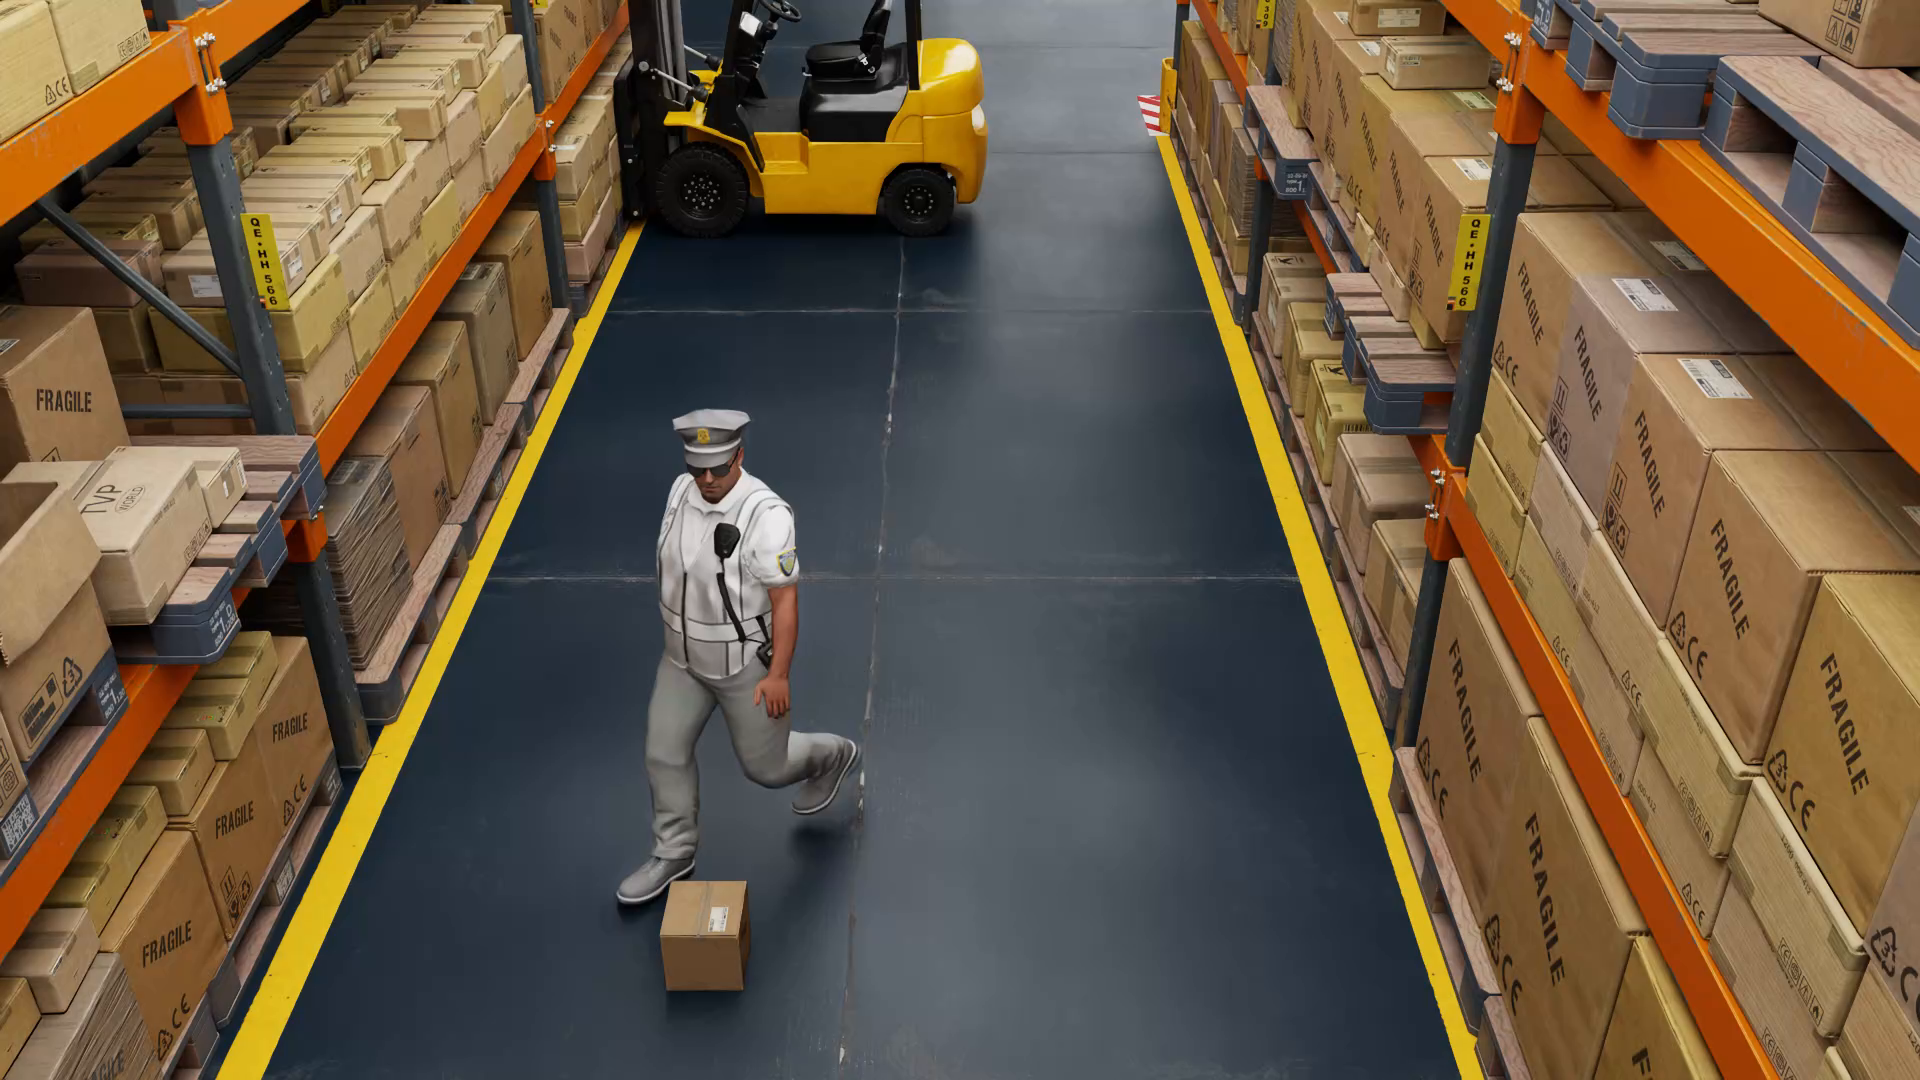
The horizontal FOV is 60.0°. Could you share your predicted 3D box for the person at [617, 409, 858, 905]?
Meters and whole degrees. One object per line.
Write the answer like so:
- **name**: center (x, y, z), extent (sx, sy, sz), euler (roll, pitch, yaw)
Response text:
- **person**: center (-0.802, 0.374, 5.538), extent (0.555, 1.707, 0.948), euler (18, 36, 27)
